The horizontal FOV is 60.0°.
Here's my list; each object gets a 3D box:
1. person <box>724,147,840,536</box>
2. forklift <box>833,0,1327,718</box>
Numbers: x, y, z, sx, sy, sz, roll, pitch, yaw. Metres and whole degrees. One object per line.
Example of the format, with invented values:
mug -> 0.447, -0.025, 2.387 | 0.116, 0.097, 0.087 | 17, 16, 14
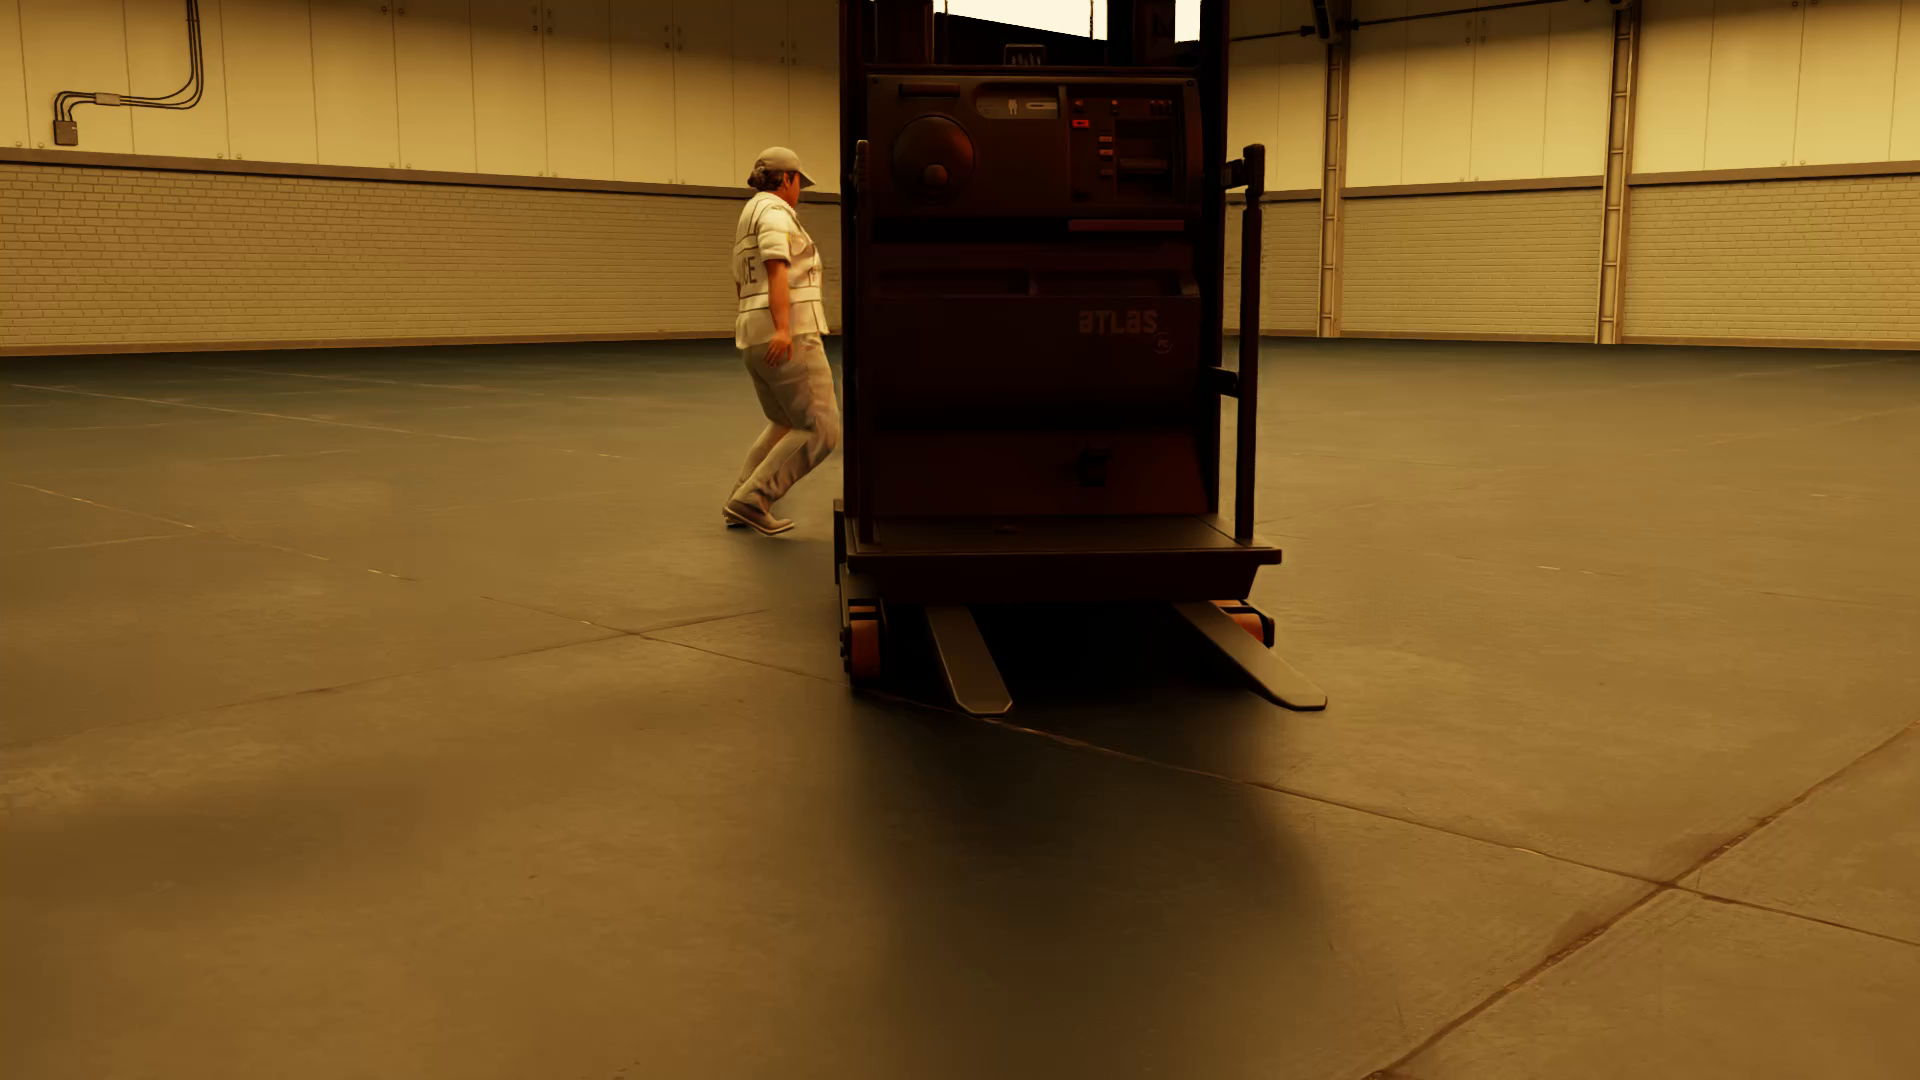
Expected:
person -> -0.778, -0.811, 6.828 | 0.483, 1.591, 0.838 | -3, 9, -18
forklift -> 0.227, -1.135, 4.408 | 1.130, 2.935, 3.031 | -1, 9, -5
